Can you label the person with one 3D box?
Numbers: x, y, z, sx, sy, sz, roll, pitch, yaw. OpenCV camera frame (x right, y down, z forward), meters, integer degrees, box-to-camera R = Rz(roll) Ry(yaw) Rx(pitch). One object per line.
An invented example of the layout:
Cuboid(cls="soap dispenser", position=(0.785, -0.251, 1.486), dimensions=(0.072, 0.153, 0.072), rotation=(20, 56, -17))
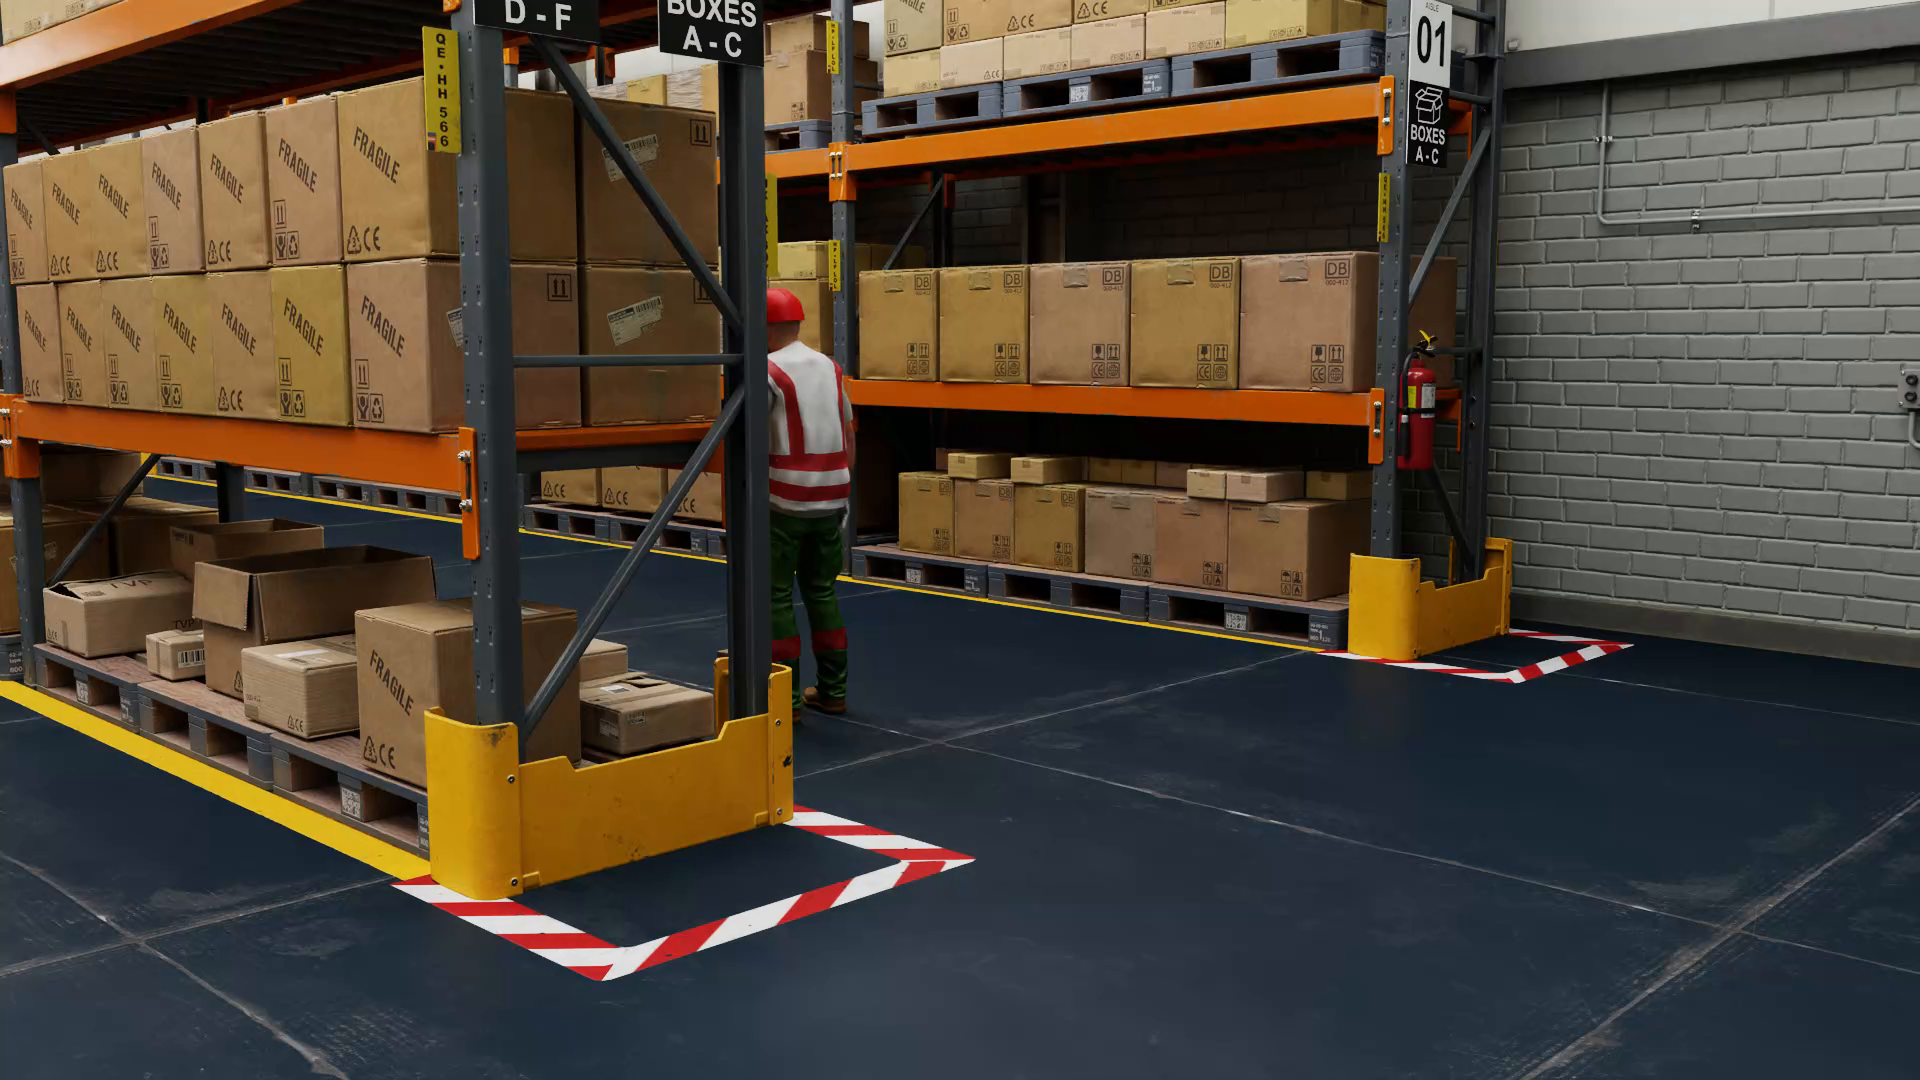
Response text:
Cuboid(cls="person", position=(-0.688, -0.144, 6.873), dimensions=(0.452, 1.778, 0.607), rotation=(7, 10, 44))
